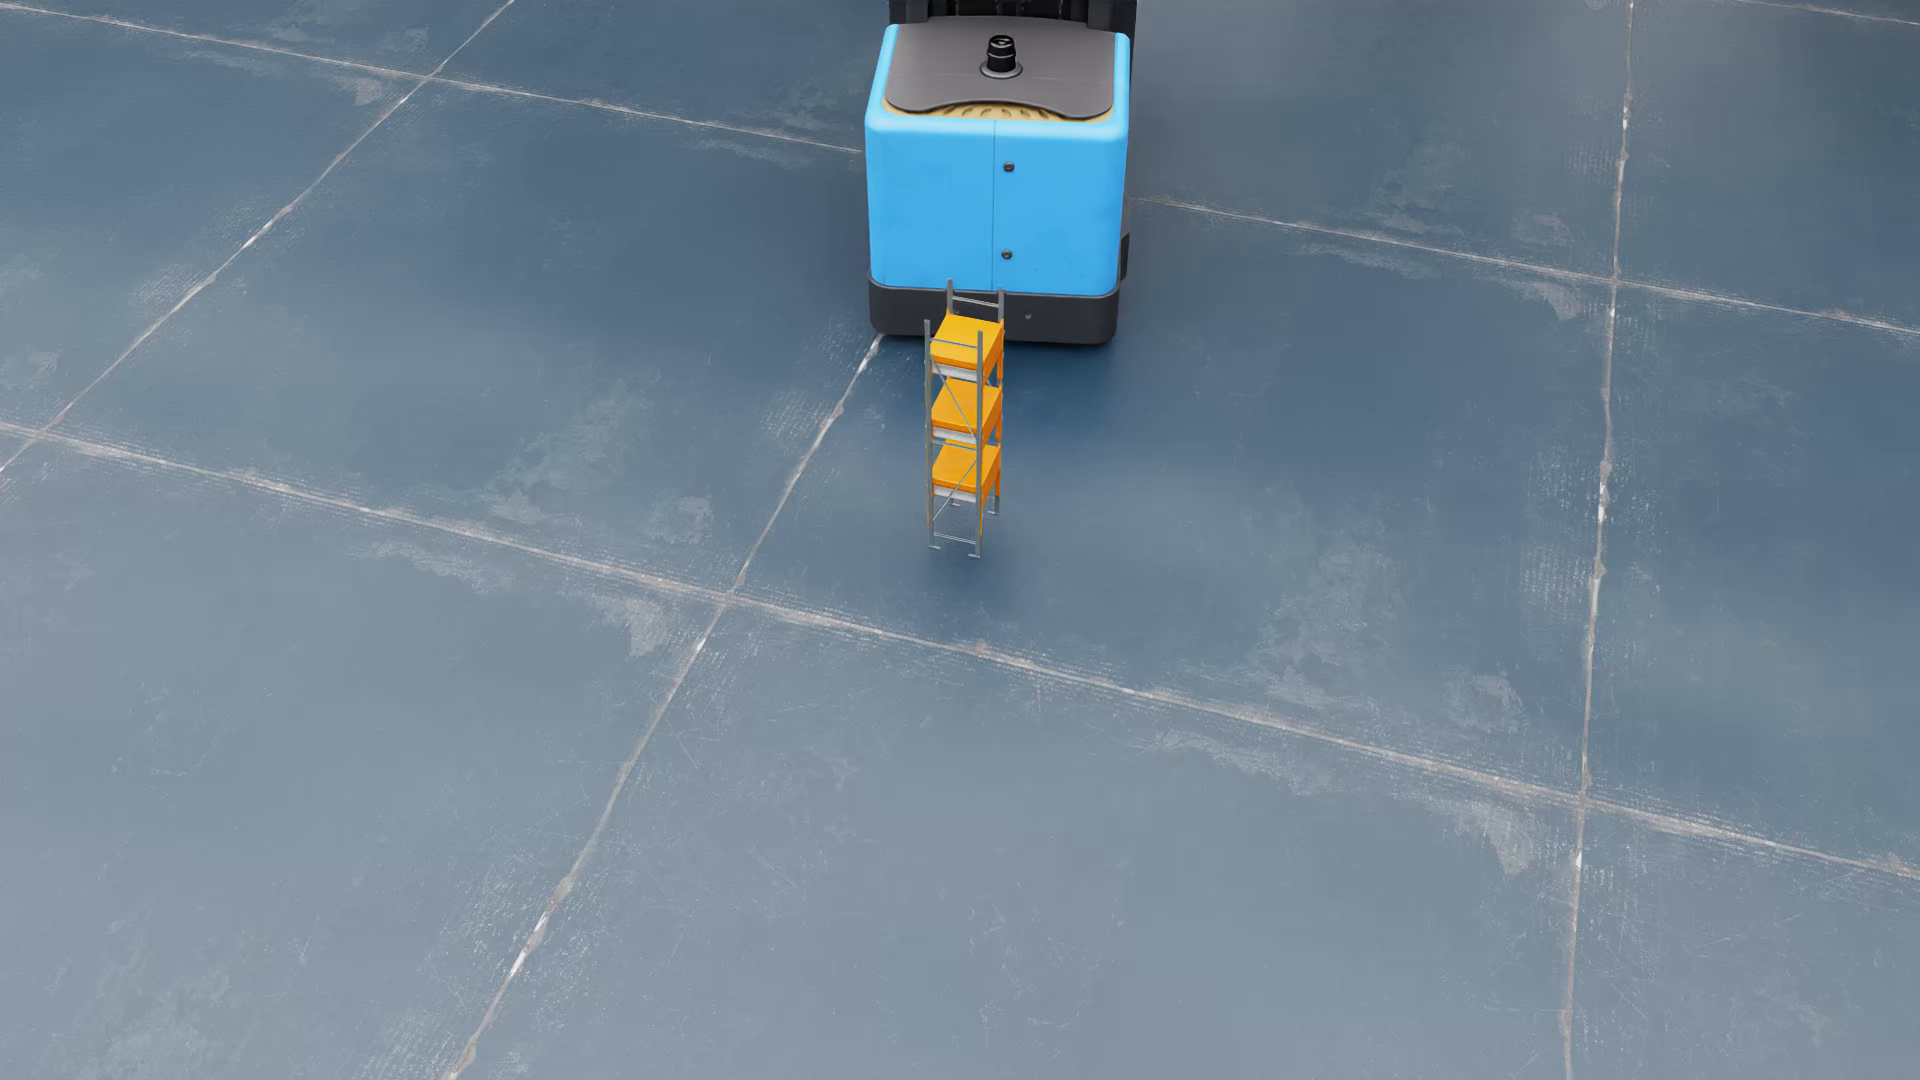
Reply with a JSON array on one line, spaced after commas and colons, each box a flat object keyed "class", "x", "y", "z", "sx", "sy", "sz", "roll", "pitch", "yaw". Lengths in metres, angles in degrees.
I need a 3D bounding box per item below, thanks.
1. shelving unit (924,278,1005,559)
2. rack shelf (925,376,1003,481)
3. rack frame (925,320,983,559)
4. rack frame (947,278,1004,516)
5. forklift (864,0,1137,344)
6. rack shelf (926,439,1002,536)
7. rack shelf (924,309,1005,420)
[{"class": "shelving unit", "x": 0.016, "y": -0.411, "z": 5.919, "sx": 0.215, "sy": 1.050, "sz": 0.252, "roll": 13, "pitch": 46, "yaw": 12}, {"class": "rack shelf", "x": 0.016, "y": -0.403, "z": 5.927, "sx": 0.215, "sy": 0.259, "sz": 0.240, "roll": 13, "pitch": 46, "yaw": 12}, {"class": "rack frame", "x": -0.021, "y": -0.330, "z": 5.836, "sx": 0.200, "sy": 1.050, "sz": 0.008, "roll": 13, "pitch": 46, "yaw": 12}, {"class": "rack frame", "x": 0.053, "y": -0.492, "z": 6.002, "sx": 0.200, "sy": 1.050, "sz": 0.008, "roll": 13, "pitch": 46, "yaw": 12}, {"class": "forklift", "x": 0.252, "y": -2.896, "z": 7.114, "sx": 1.130, "sy": 2.935, "sz": 3.031, "roll": 3, "pitch": 44, "yaw": 3}, {"class": "rack shelf", "x": 0.016, "y": -0.205, "z": 6.121, "sx": 0.215, "sy": 0.259, "sz": 0.240, "roll": 13, "pitch": 46, "yaw": 12}, {"class": "rack shelf", "x": 0.016, "y": -0.606, "z": 5.728, "sx": 0.215, "sy": 0.259, "sz": 0.240, "roll": 13, "pitch": 46, "yaw": 12}]
